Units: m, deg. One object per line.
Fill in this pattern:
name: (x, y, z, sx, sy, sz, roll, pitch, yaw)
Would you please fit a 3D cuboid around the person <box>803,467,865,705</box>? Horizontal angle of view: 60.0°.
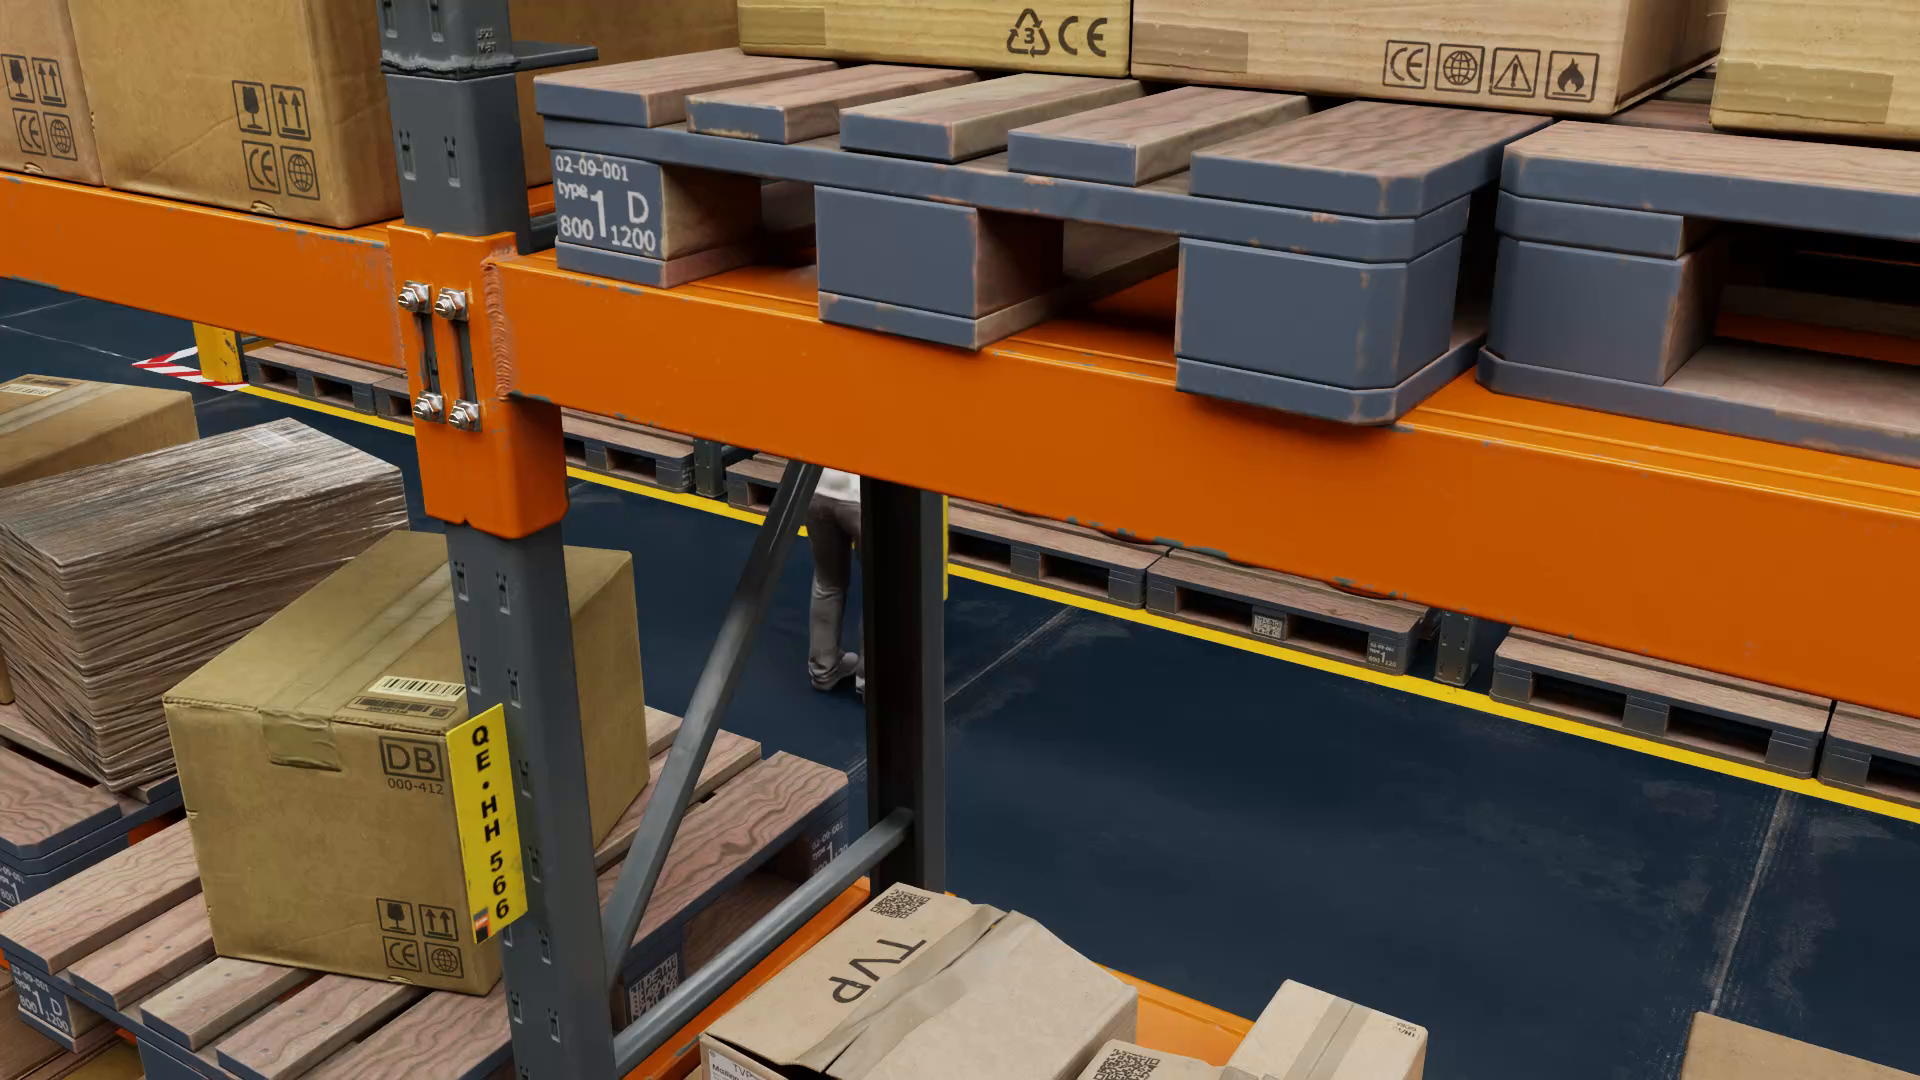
person: (-0.394, -0.230, 6.616, 0.493, 1.770, 0.563, 13, 26, 28)
